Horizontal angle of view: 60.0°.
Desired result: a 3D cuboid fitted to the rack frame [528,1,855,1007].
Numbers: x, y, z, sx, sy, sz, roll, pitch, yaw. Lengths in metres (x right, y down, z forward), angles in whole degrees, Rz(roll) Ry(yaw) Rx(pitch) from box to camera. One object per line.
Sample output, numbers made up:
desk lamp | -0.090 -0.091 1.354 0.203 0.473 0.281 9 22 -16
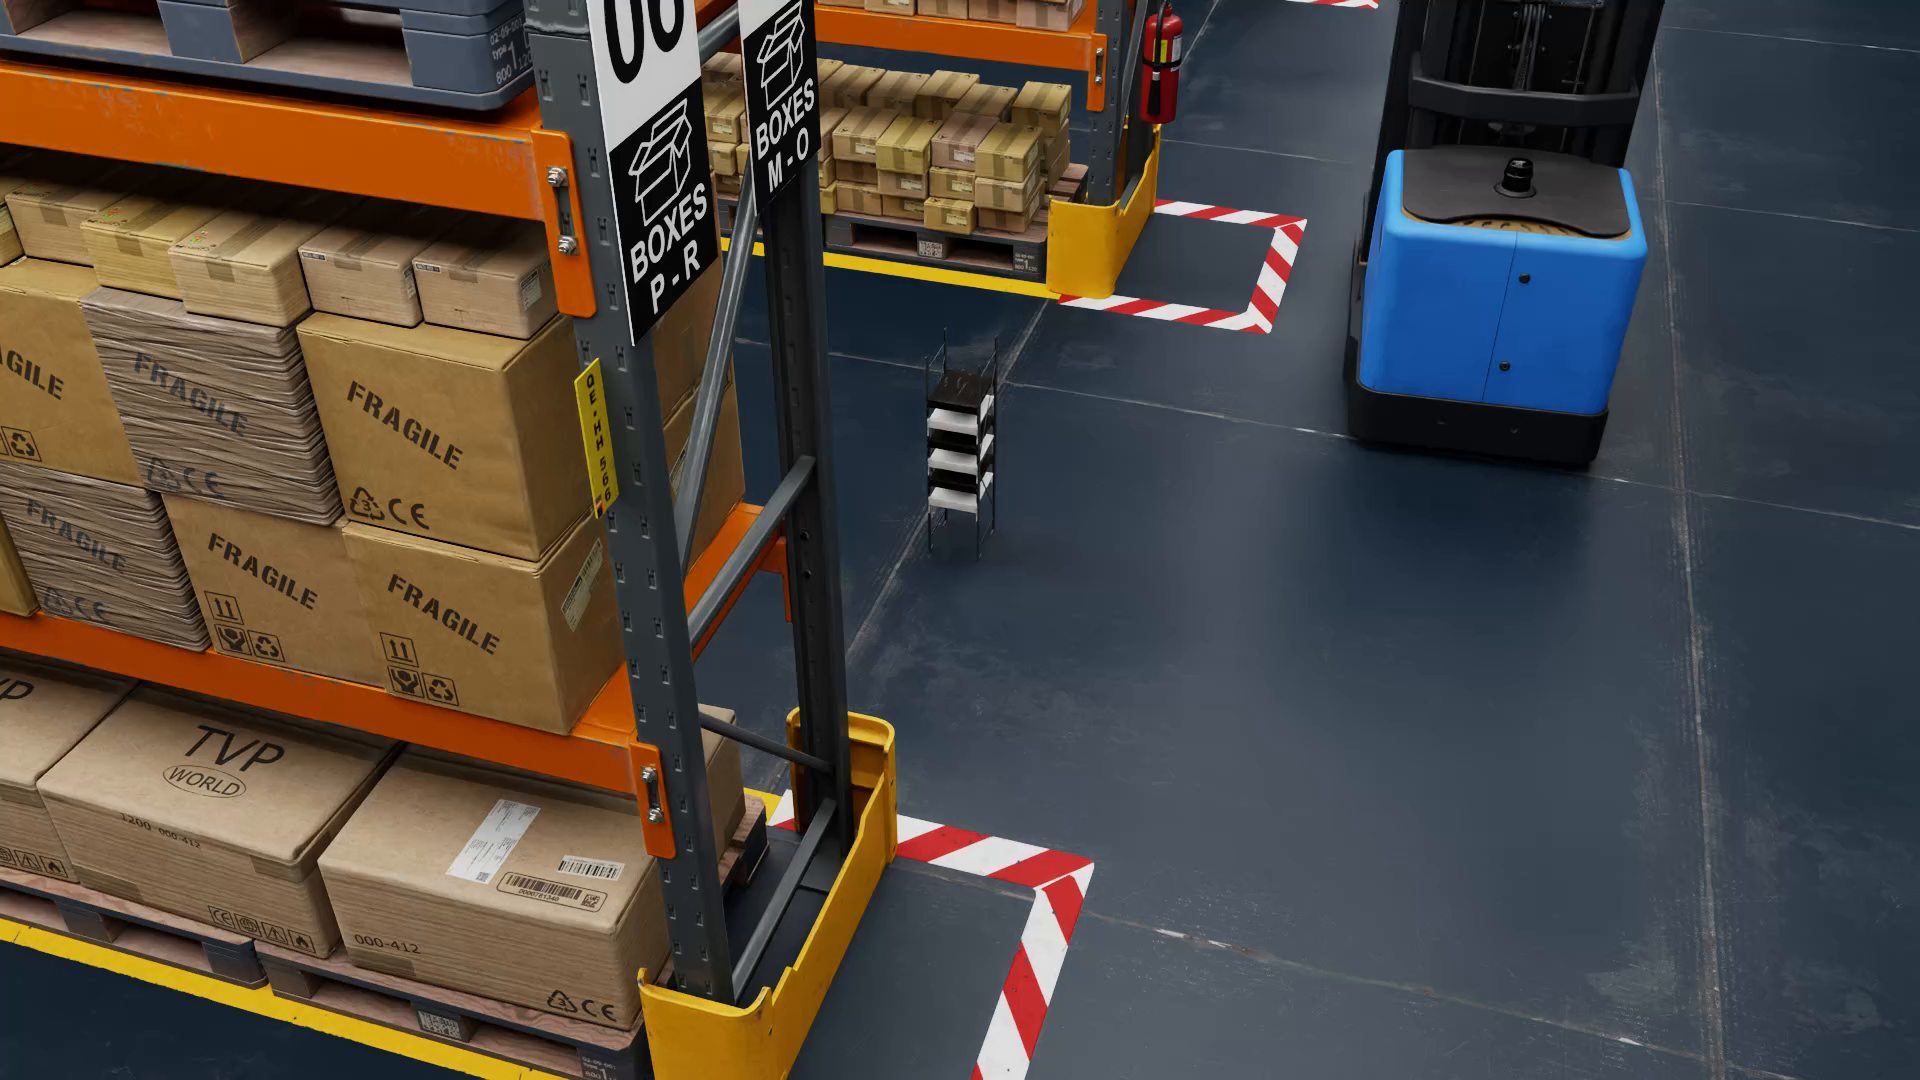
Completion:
rack frame | -0.546 0.057 4.142 0.127 3.000 1.000 10 38 14

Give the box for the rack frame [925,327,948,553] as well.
rack frame | -0.089 -0.379 6.506 0.006 0.900 0.240 10 38 14

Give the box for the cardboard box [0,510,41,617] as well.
cardboard box | -2.550 -0.185 4.387 0.500 0.500 0.500 12 38 15

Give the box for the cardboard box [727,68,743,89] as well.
cardboard box | -1.096 -2.519 9.190 0.250 0.149 0.380 11 38 14

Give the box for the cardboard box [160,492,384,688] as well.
cardboard box | -1.560 -0.016 4.157 0.500 0.500 0.500 10 37 13

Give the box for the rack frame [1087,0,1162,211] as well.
rack frame | 0.834 -2.762 7.972 0.127 3.000 1.000 10 38 14

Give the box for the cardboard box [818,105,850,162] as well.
cardboard box | -0.756 -2.121 8.650 0.250 0.149 0.380 12 38 16

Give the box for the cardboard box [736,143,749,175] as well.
cardboard box | -0.989 -2.065 8.825 0.250 0.149 0.380 12 38 16

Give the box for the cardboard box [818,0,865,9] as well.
cardboard box | -0.525 -2.754 8.174 0.250 0.149 0.380 9 37 12

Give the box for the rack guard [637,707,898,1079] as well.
rack guard | -0.523 1.068 4.877 0.348 0.500 1.175 10 38 14

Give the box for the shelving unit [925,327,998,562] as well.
shelving unit | 0.008 -0.361 6.481 0.210 0.900 0.258 10 38 14

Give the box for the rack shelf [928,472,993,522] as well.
rack shelf | 0.008 -0.189 6.608 0.200 0.077 0.258 10 38 14

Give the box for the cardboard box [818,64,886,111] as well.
cardboard box | -0.590 -2.456 9.105 0.250 0.149 0.380 12 38 16

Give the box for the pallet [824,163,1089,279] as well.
pallet | -0.004 -1.816 9.039 1.213 0.211 1.003 10 38 14

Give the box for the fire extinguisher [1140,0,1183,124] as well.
fire extinguisher | 0.937 -2.275 7.690 0.183 0.674 0.296 10 38 14

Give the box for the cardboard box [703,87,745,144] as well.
cardboard box | -1.233 -2.260 8.839 0.250 0.149 0.380 11 38 14

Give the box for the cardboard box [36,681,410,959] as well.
cardboard box | -2.082 0.703 5.072 0.875 0.438 0.875 11 38 15

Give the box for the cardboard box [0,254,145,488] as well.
cardboard box | -2.056 -0.501 3.973 0.500 0.500 0.500 10 38 14

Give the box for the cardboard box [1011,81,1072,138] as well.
cardboard box | 0.435 -2.307 8.903 0.250 0.149 0.380 9 37 12

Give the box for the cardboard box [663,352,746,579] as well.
cardboard box | -0.918 -0.231 4.448 0.500 0.500 0.500 10 38 14

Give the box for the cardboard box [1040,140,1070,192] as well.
cardboard box | 0.429 -2.056 9.064 0.250 0.149 0.380 11 38 15

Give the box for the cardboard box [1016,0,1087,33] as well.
cardboard box | 0.438 -2.558 7.907 0.250 0.149 0.380 11 38 14

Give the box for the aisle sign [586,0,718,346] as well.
aisle sign | -0.569 -0.802 3.116 0.004 0.787 0.394 10 38 14

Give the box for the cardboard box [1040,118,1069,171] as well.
cardboard box | 0.410 -2.140 8.927 0.250 0.149 0.380 12 38 16

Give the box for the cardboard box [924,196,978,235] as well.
cardboard box | -0.006 -1.746 8.642 0.250 0.149 0.380 12 38 15

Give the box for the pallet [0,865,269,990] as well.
pallet | -2.493 0.866 5.395 1.213 0.211 1.003 10 38 14

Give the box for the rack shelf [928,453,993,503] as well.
rack shelf | 0.008 -0.262 6.554 0.200 0.077 0.258 10 38 14

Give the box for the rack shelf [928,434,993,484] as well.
rack shelf | 0.008 -0.334 6.501 0.200 0.077 0.258 10 38 14

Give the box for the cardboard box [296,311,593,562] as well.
cardboard box | -1.077 -0.336 3.749 0.500 0.500 0.500 12 38 15

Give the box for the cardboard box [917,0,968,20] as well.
cardboard box | -0.032 -2.659 8.044 0.250 0.149 0.380 10 38 13

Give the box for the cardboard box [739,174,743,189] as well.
cardboard box | -0.990 -1.947 8.915 0.250 0.149 0.380 11 38 15

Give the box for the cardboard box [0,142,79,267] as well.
cardboard box | -2.182 -0.792 3.820 0.250 0.149 0.380 11 38 15

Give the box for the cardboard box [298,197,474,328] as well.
cardboard box | -1.197 -0.629 3.598 0.250 0.149 0.380 11 38 15

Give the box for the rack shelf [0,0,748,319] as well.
rack shelf | -2.455 -1.215 3.946 4.000 0.370 1.077 10 38 14

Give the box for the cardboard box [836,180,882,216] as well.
cardboard box | -0.473 -1.877 8.821 0.250 0.149 0.380 11 38 14

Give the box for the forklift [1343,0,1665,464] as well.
forklift | 2.529 -2.376 7.506 1.130 2.935 3.031 8 37 10

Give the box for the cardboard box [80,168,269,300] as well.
cardboard box | -1.697 -0.694 3.688 0.250 0.149 0.380 11 38 15

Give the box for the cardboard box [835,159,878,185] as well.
cardboard box | -0.477 -2.031 8.778 0.250 0.149 0.380 10 38 13

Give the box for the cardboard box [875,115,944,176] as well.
cardboard box | -0.255 -2.023 8.517 0.250 0.149 0.380 10 37 13

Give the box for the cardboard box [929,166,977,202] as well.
cardboard box | 0.012 -1.911 8.616 0.250 0.149 0.380 10 37 13

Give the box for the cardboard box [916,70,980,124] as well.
cardboard box | -0.066 -2.405 9.036 0.250 0.149 0.380 10 38 14

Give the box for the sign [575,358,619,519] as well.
sign | -0.721 -0.200 3.315 0.005 0.325 0.100 10 38 14

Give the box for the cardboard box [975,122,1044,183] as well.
cardboard box | 0.253 -1.972 8.448 0.250 0.149 0.380 11 38 14
